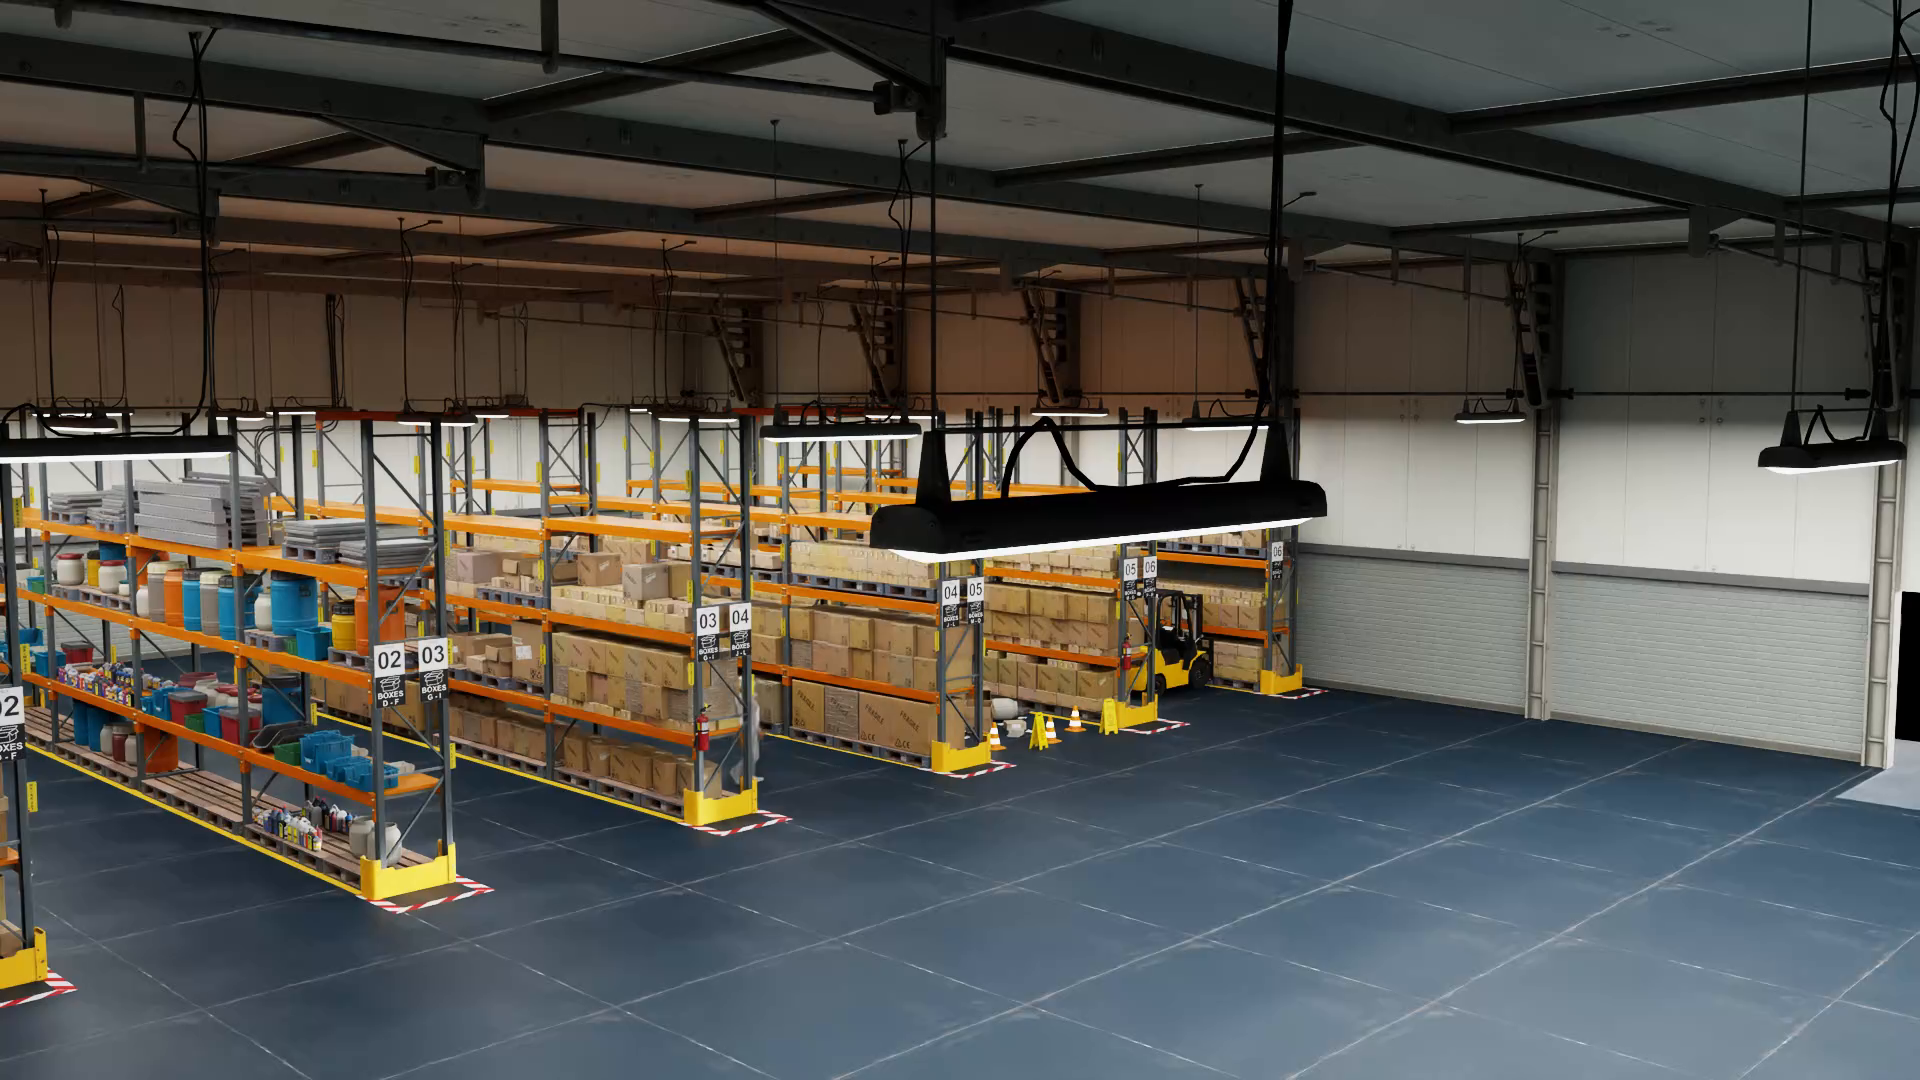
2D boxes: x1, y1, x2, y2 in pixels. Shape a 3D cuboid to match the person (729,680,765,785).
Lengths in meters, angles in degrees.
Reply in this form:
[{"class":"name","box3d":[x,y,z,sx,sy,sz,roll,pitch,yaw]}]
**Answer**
[{"class":"person","box3d":[-3.469,3.084,26.973,0.585,1.770,0.575,-2,5,-19]}]
